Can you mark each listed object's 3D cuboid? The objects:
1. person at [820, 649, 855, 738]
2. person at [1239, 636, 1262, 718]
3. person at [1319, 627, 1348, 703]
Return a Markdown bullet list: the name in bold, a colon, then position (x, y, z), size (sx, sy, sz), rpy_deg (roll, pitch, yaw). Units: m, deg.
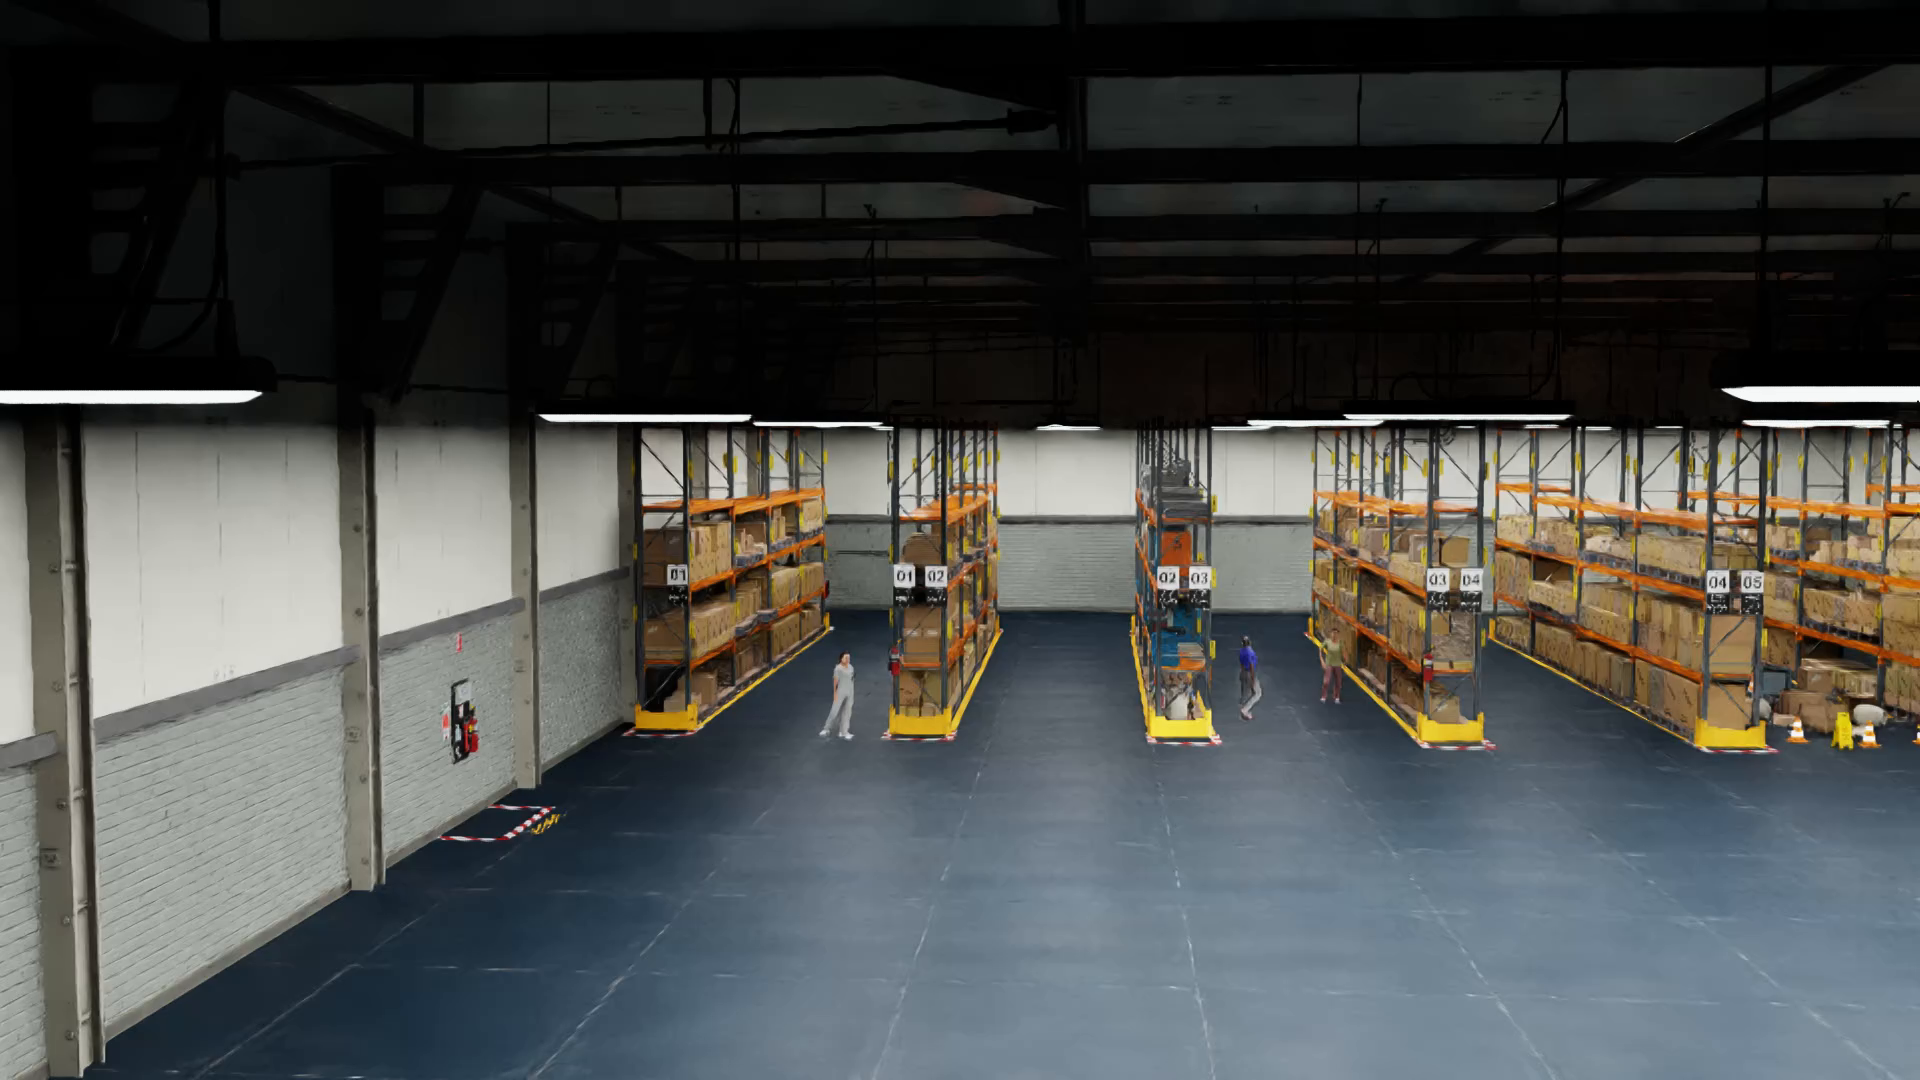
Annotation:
- **person**: position (-2.289, 2.867, 31.004), size (0.643, 1.664, 0.497), rpy_deg (-3, 5, -37)
- **person**: position (5.723, 2.738, 33.121), size (0.423, 1.644, 0.508), rpy_deg (-2, 4, -24)
- **person**: position (7.866, 2.631, 35.069), size (0.598, 1.619, 0.507), rpy_deg (0, 4, 3)
